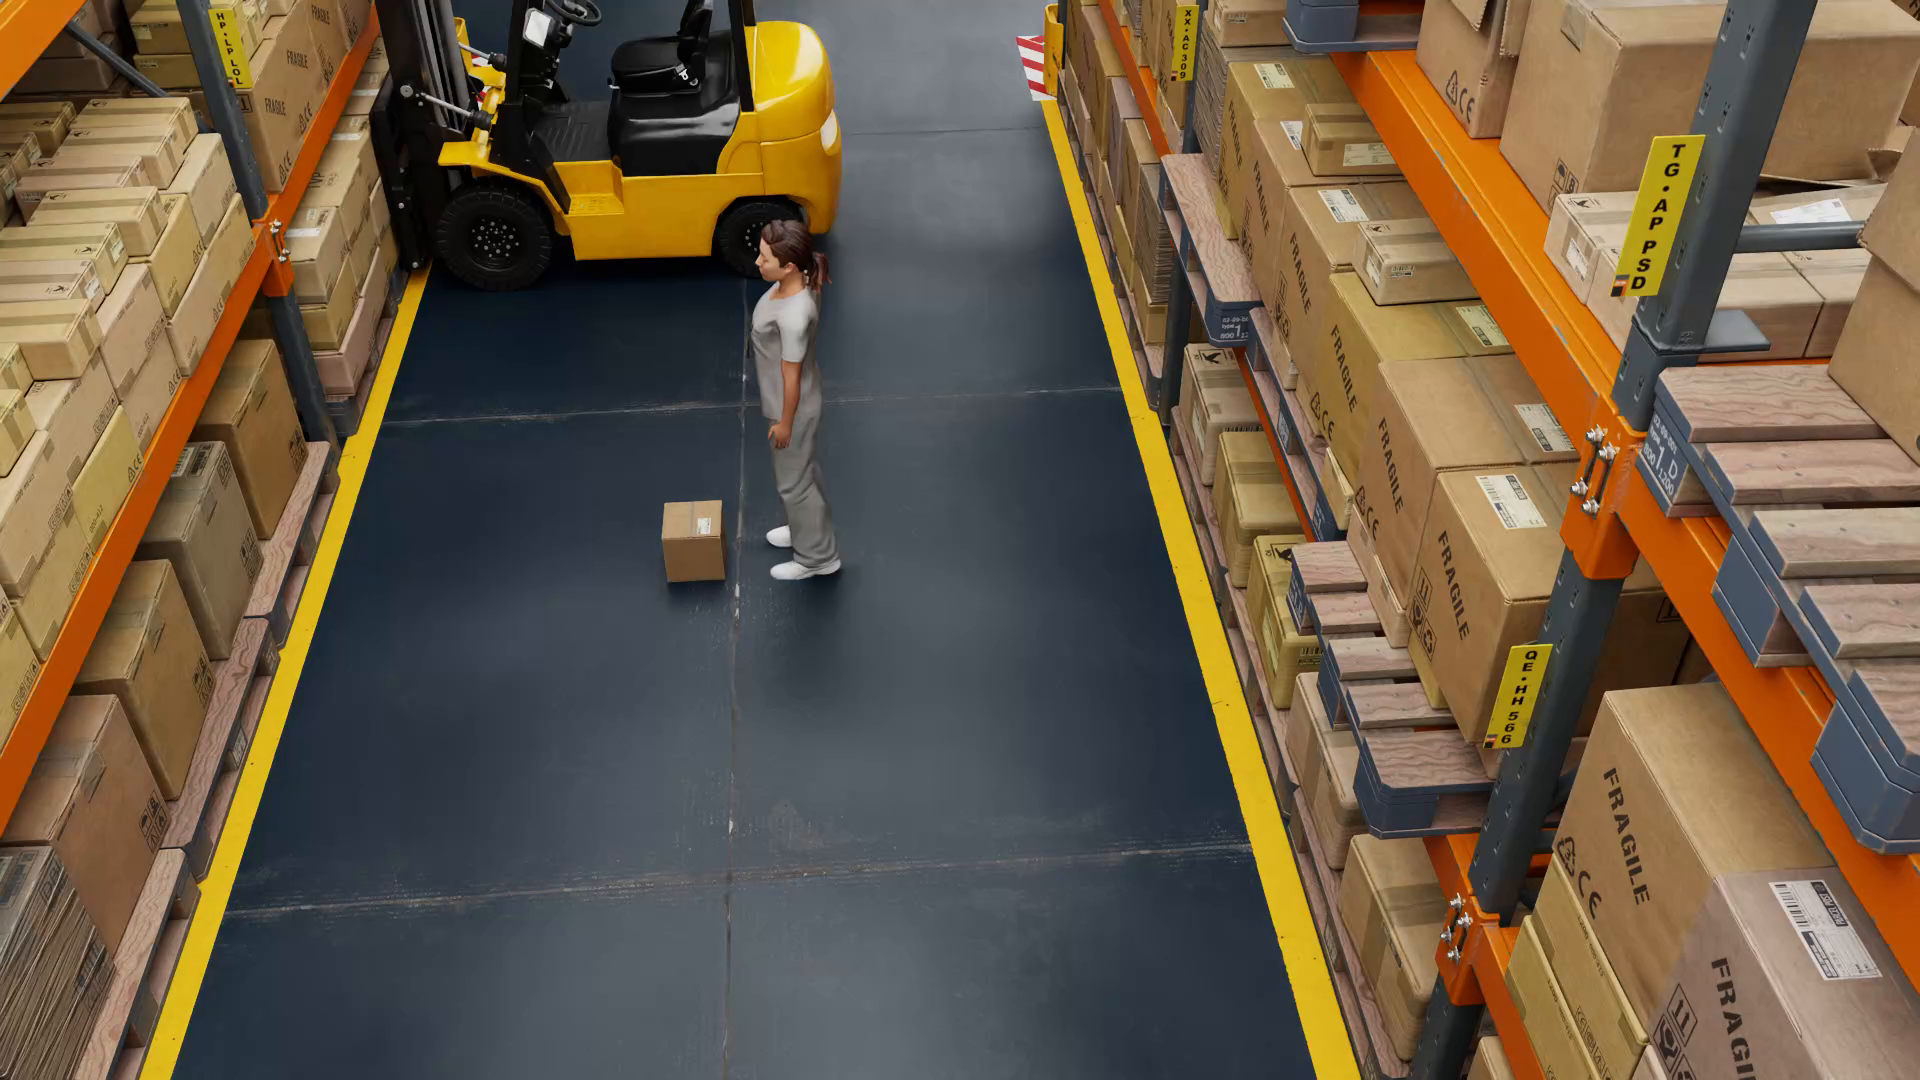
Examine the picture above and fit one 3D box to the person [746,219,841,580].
[{"bbox_3d":[-0.677,-0.558,6.857,0.362,1.683,0.436,-2,39,-3],"label":"person"}]
